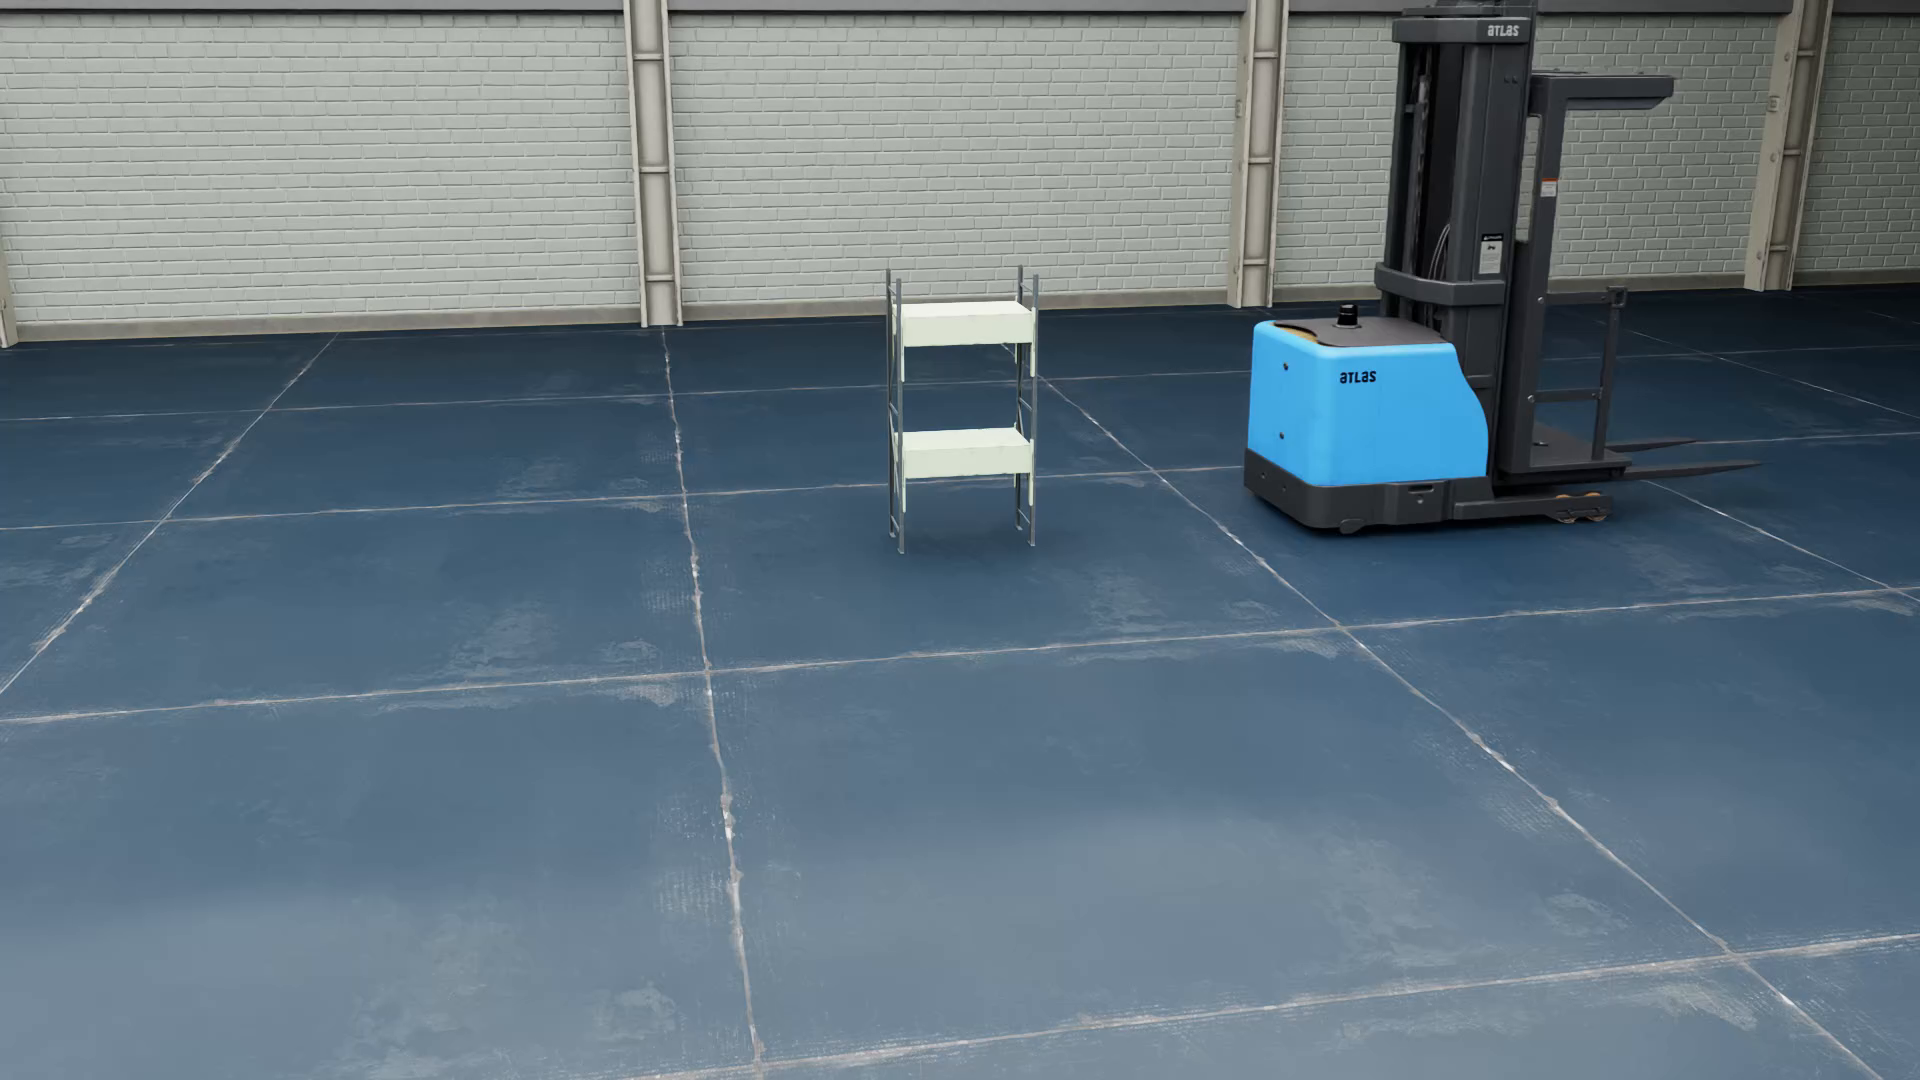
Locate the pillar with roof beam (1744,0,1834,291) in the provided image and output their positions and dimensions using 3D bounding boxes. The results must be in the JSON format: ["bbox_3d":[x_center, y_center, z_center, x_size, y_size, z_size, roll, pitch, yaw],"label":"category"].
[{"bbox_3d":[9.705,-5.829,12.964,0.400,9.000,9.100,-3,17,-10],"label":"pillar with roof beam"}]

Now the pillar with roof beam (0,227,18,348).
[{"bbox_3d":[-7.968,-4.827,9.700,0.400,9.000,9.100,-3,17,-10],"label":"pillar with roof beam"}]

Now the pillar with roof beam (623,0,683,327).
[{"bbox_3d":[-2.077,-5.161,10.788,0.400,9.000,9.100,-3,17,-10],"label":"pillar with roof beam"}]

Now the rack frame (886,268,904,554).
[{"bbox_3d":[-0.353,-0.697,9.026,0.023,1.500,0.400,-3,17,-10],"label":"rack frame"}]

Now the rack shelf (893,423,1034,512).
[{"bbox_3d":[0.007,-0.406,9.189,0.720,0.370,0.431,-3,17,-10],"label":"rack shelf"}]

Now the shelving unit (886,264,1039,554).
[{"bbox_3d":[0.007,-0.717,9.093,0.755,1.500,0.431,-3,17,-10],"label":"shelving unit"}]

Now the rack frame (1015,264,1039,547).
[{"bbox_3d":[0.366,-0.738,9.159,0.023,1.500,0.400,-3,17,-10],"label":"rack frame"}]

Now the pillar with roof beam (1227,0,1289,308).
[{"bbox_3d":[3.814,-5.495,11.876,0.400,9.000,9.100,-3,17,-10],"label":"pillar with roof beam"}]

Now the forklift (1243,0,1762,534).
[{"bbox_3d":[3.304,-1.643,9.670,3.031,2.935,1.130,-4,18,-13],"label":"forklift"}]

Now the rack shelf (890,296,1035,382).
[{"bbox_3d":[0.007,-1.090,8.978,0.720,0.370,0.431,-3,17,-10],"label":"rack shelf"}]
